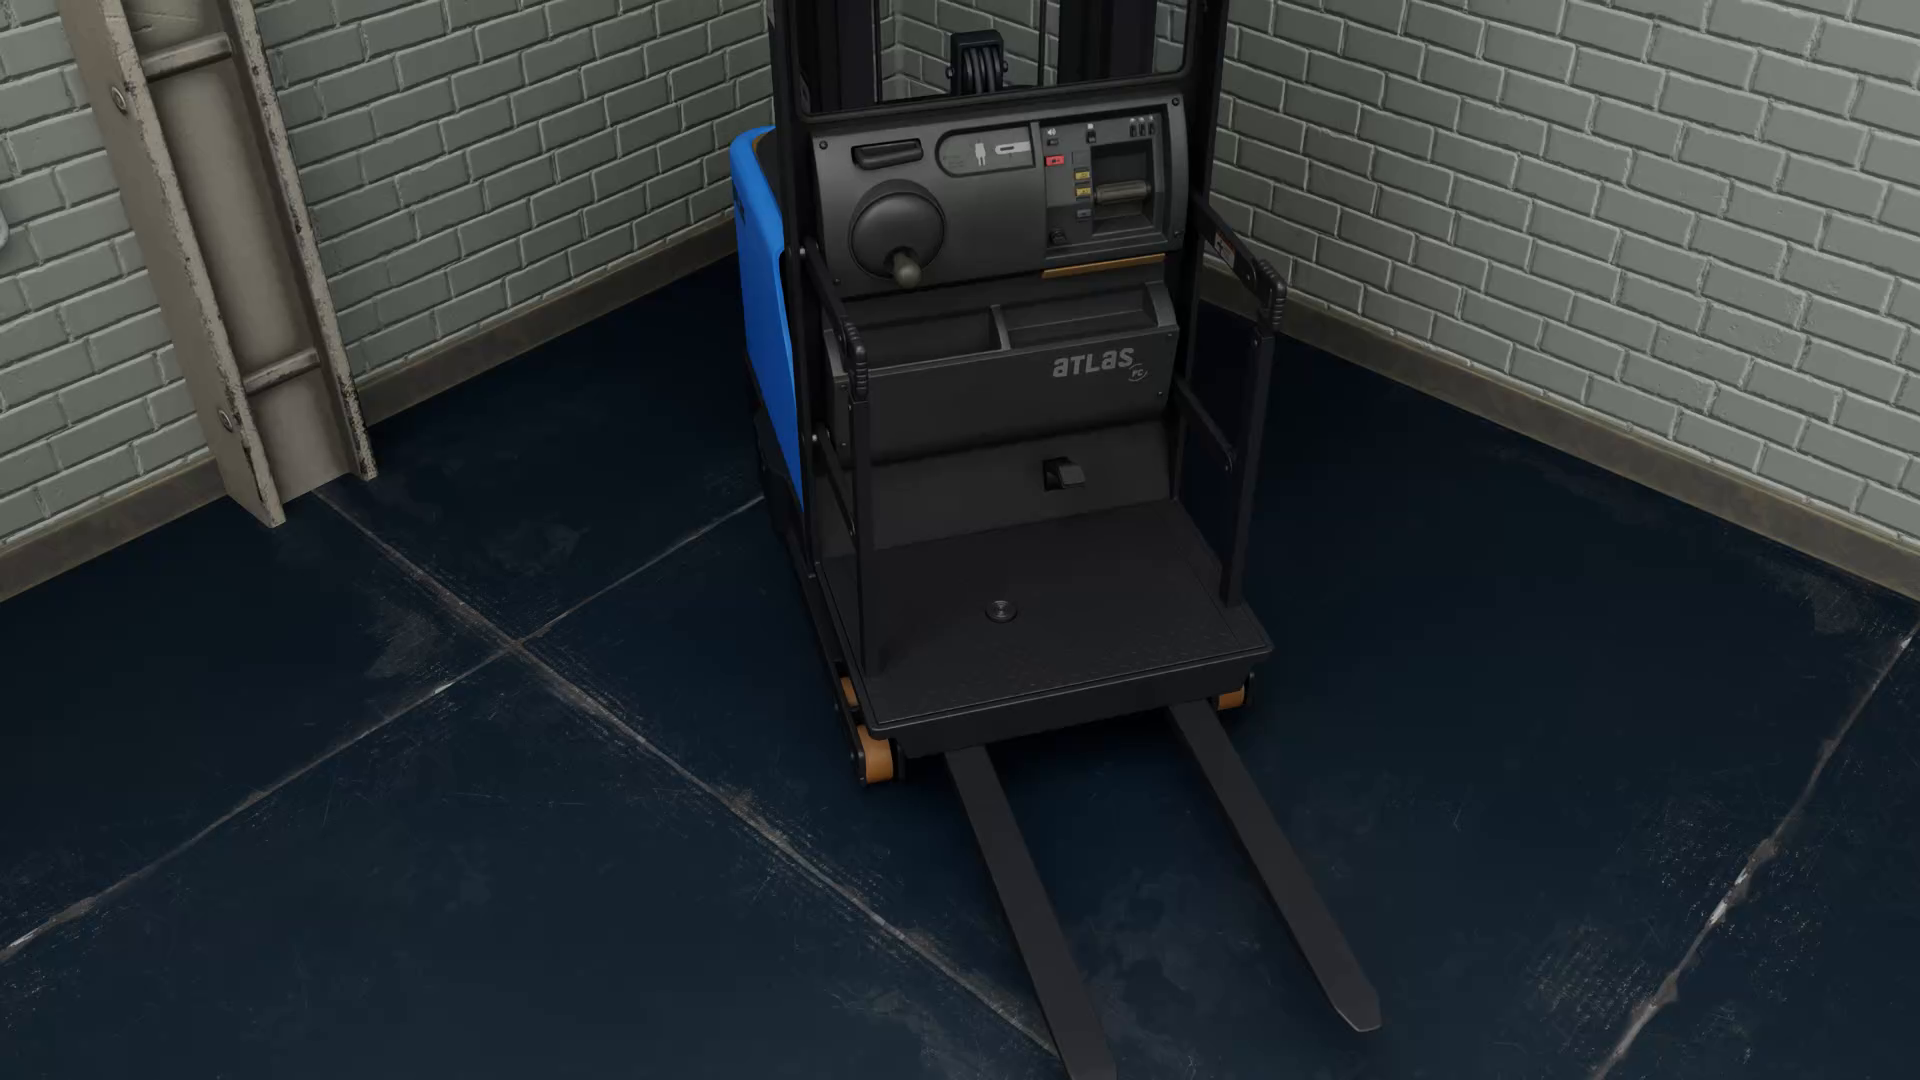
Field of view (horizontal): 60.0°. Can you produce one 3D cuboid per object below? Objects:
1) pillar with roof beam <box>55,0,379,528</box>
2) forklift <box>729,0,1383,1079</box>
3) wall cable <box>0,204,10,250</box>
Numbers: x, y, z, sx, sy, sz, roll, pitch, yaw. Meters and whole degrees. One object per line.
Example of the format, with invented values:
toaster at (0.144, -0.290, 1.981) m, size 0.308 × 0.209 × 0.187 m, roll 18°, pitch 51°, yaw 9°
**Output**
pillar with roof beam at (1.004, -1.907, 0.418) m, size 9.100 × 9.000 × 0.400 m, roll 30°, pitch 47°, yaw 32°
forklift at (0.172, -0.775, 3.869) m, size 1.130 × 2.935 × 3.031 m, roll -10°, pitch 40°, yaw -12°
wall cable at (-3.191, -1.146, 3.465) m, size 0.084 × 1.984 × 1.851 m, roll 30°, pitch 47°, yaw 32°
